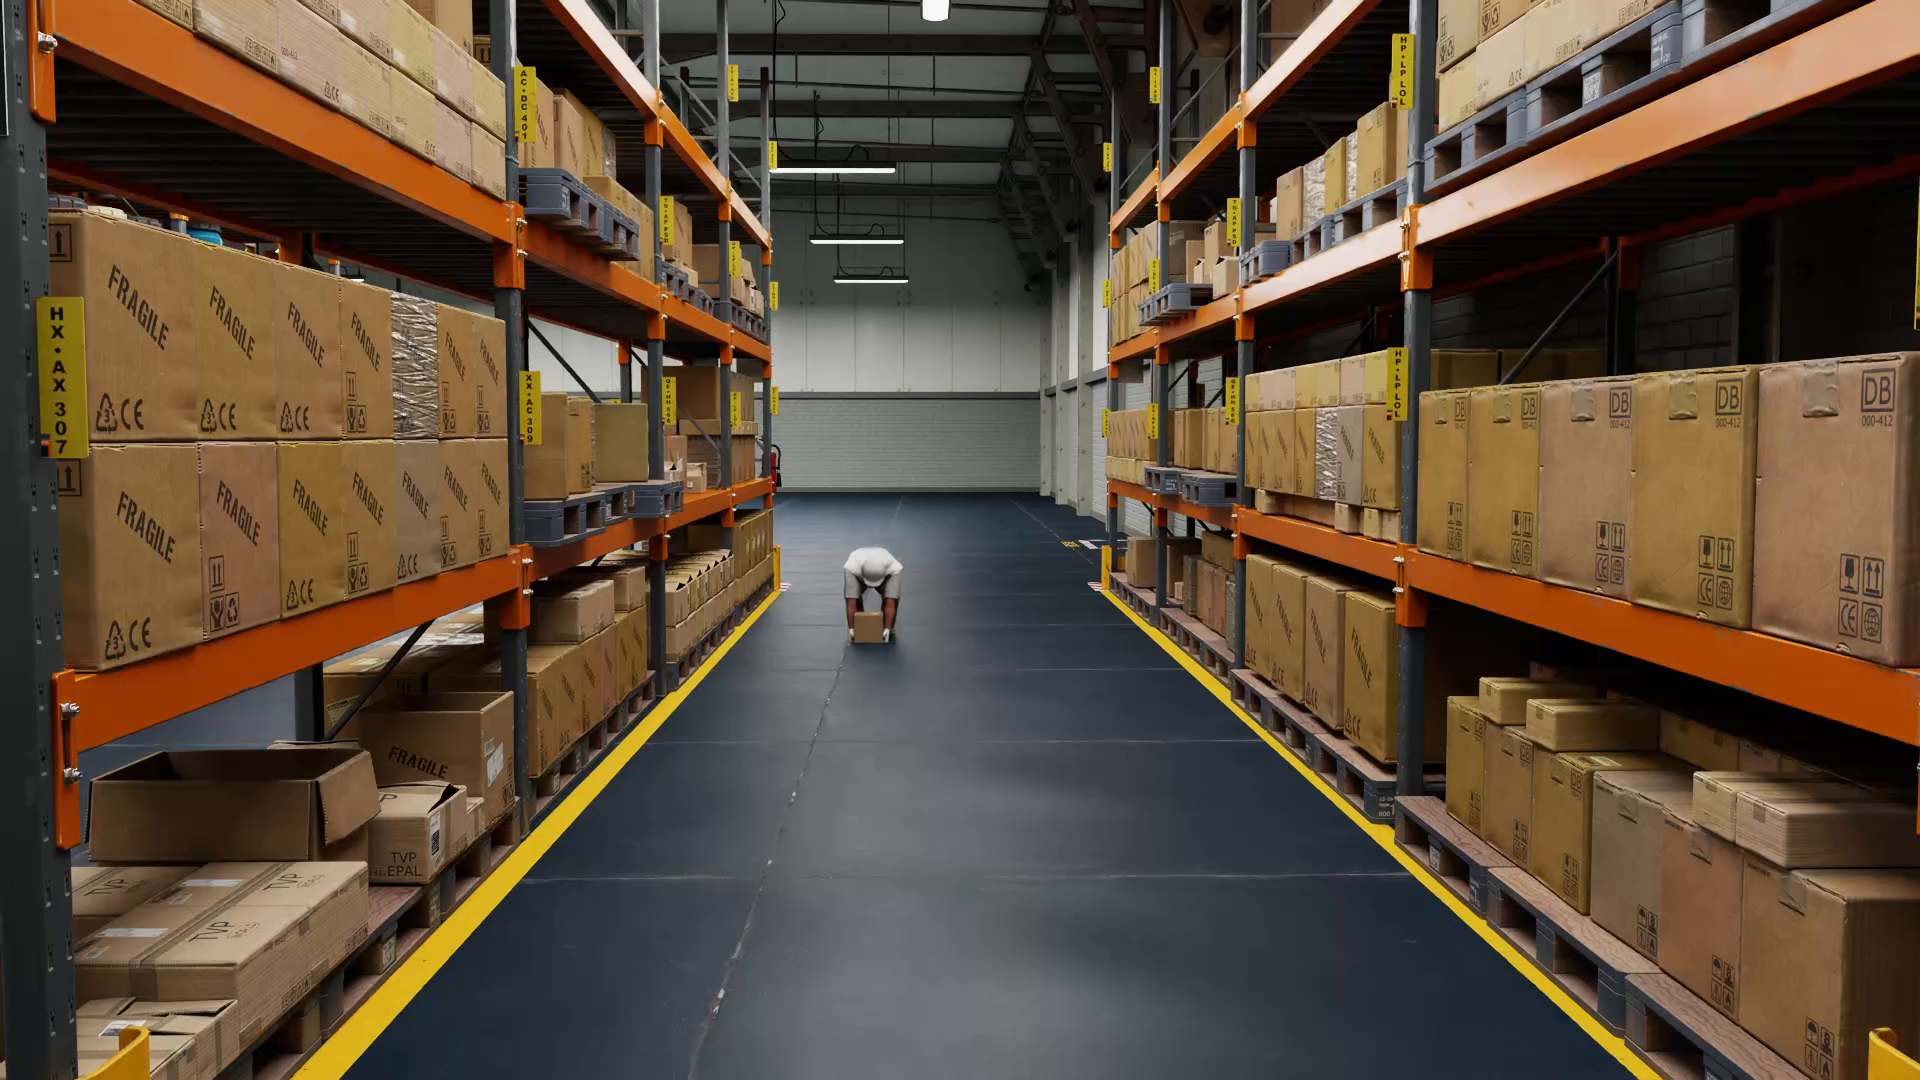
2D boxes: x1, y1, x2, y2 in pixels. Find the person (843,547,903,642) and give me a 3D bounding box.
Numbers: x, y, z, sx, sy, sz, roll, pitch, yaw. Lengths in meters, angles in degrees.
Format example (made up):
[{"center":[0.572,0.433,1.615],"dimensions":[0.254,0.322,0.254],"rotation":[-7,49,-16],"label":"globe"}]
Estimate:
[{"center":[-0.772,0.477,14.838],"dimensions":[0.537,0.833,0.989],"rotation":[0,4,-3],"label":"person"}]
